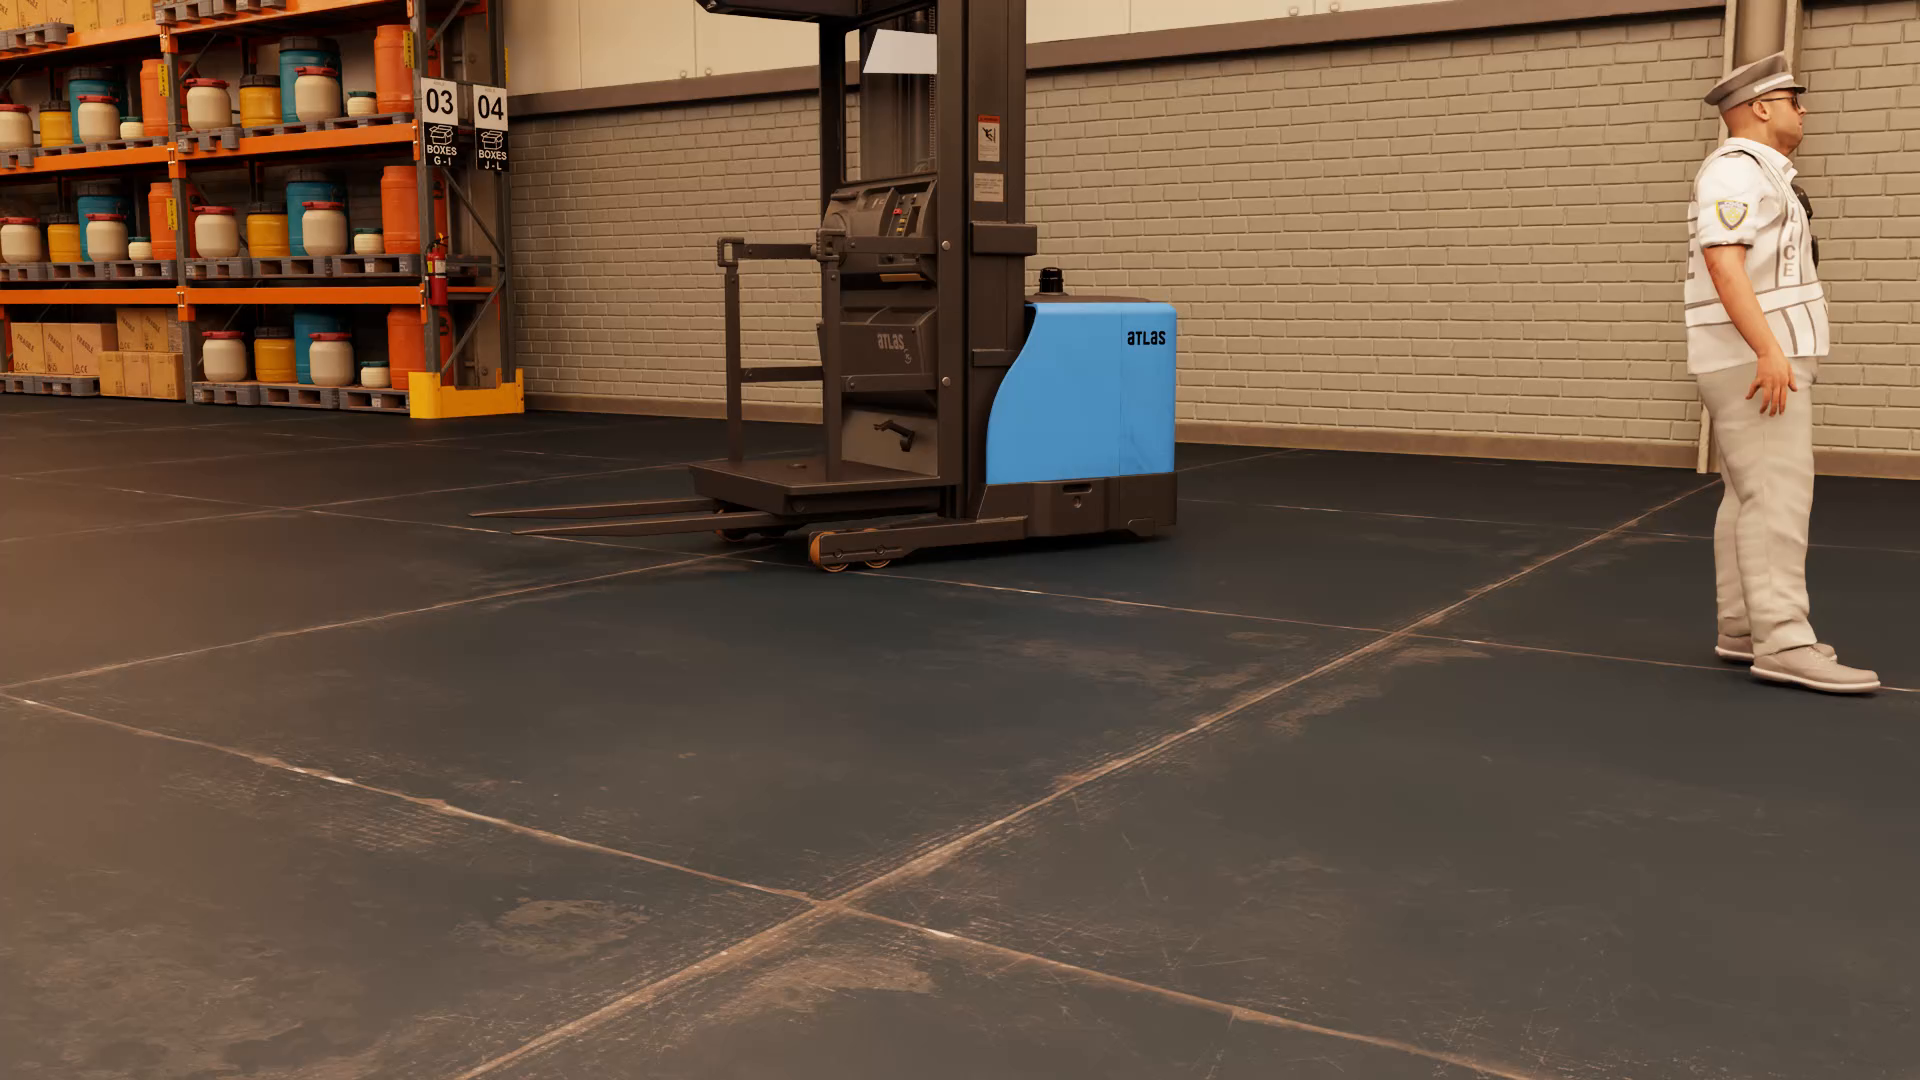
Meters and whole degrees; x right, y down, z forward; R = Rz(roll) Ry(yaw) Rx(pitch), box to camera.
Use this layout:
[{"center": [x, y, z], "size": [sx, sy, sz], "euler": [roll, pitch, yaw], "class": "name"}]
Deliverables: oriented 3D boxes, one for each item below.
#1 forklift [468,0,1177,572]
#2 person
[{"center": [-0.535, -1.406, 7.079], "size": [3.031, 2.935, 1.130], "euler": [-5, 9, -31], "class": "forklift"}, {"center": [2.396, -0.510, 4.806], "size": [0.576, 1.781, 0.640], "euler": [4, 9, 28], "class": "person"}]
